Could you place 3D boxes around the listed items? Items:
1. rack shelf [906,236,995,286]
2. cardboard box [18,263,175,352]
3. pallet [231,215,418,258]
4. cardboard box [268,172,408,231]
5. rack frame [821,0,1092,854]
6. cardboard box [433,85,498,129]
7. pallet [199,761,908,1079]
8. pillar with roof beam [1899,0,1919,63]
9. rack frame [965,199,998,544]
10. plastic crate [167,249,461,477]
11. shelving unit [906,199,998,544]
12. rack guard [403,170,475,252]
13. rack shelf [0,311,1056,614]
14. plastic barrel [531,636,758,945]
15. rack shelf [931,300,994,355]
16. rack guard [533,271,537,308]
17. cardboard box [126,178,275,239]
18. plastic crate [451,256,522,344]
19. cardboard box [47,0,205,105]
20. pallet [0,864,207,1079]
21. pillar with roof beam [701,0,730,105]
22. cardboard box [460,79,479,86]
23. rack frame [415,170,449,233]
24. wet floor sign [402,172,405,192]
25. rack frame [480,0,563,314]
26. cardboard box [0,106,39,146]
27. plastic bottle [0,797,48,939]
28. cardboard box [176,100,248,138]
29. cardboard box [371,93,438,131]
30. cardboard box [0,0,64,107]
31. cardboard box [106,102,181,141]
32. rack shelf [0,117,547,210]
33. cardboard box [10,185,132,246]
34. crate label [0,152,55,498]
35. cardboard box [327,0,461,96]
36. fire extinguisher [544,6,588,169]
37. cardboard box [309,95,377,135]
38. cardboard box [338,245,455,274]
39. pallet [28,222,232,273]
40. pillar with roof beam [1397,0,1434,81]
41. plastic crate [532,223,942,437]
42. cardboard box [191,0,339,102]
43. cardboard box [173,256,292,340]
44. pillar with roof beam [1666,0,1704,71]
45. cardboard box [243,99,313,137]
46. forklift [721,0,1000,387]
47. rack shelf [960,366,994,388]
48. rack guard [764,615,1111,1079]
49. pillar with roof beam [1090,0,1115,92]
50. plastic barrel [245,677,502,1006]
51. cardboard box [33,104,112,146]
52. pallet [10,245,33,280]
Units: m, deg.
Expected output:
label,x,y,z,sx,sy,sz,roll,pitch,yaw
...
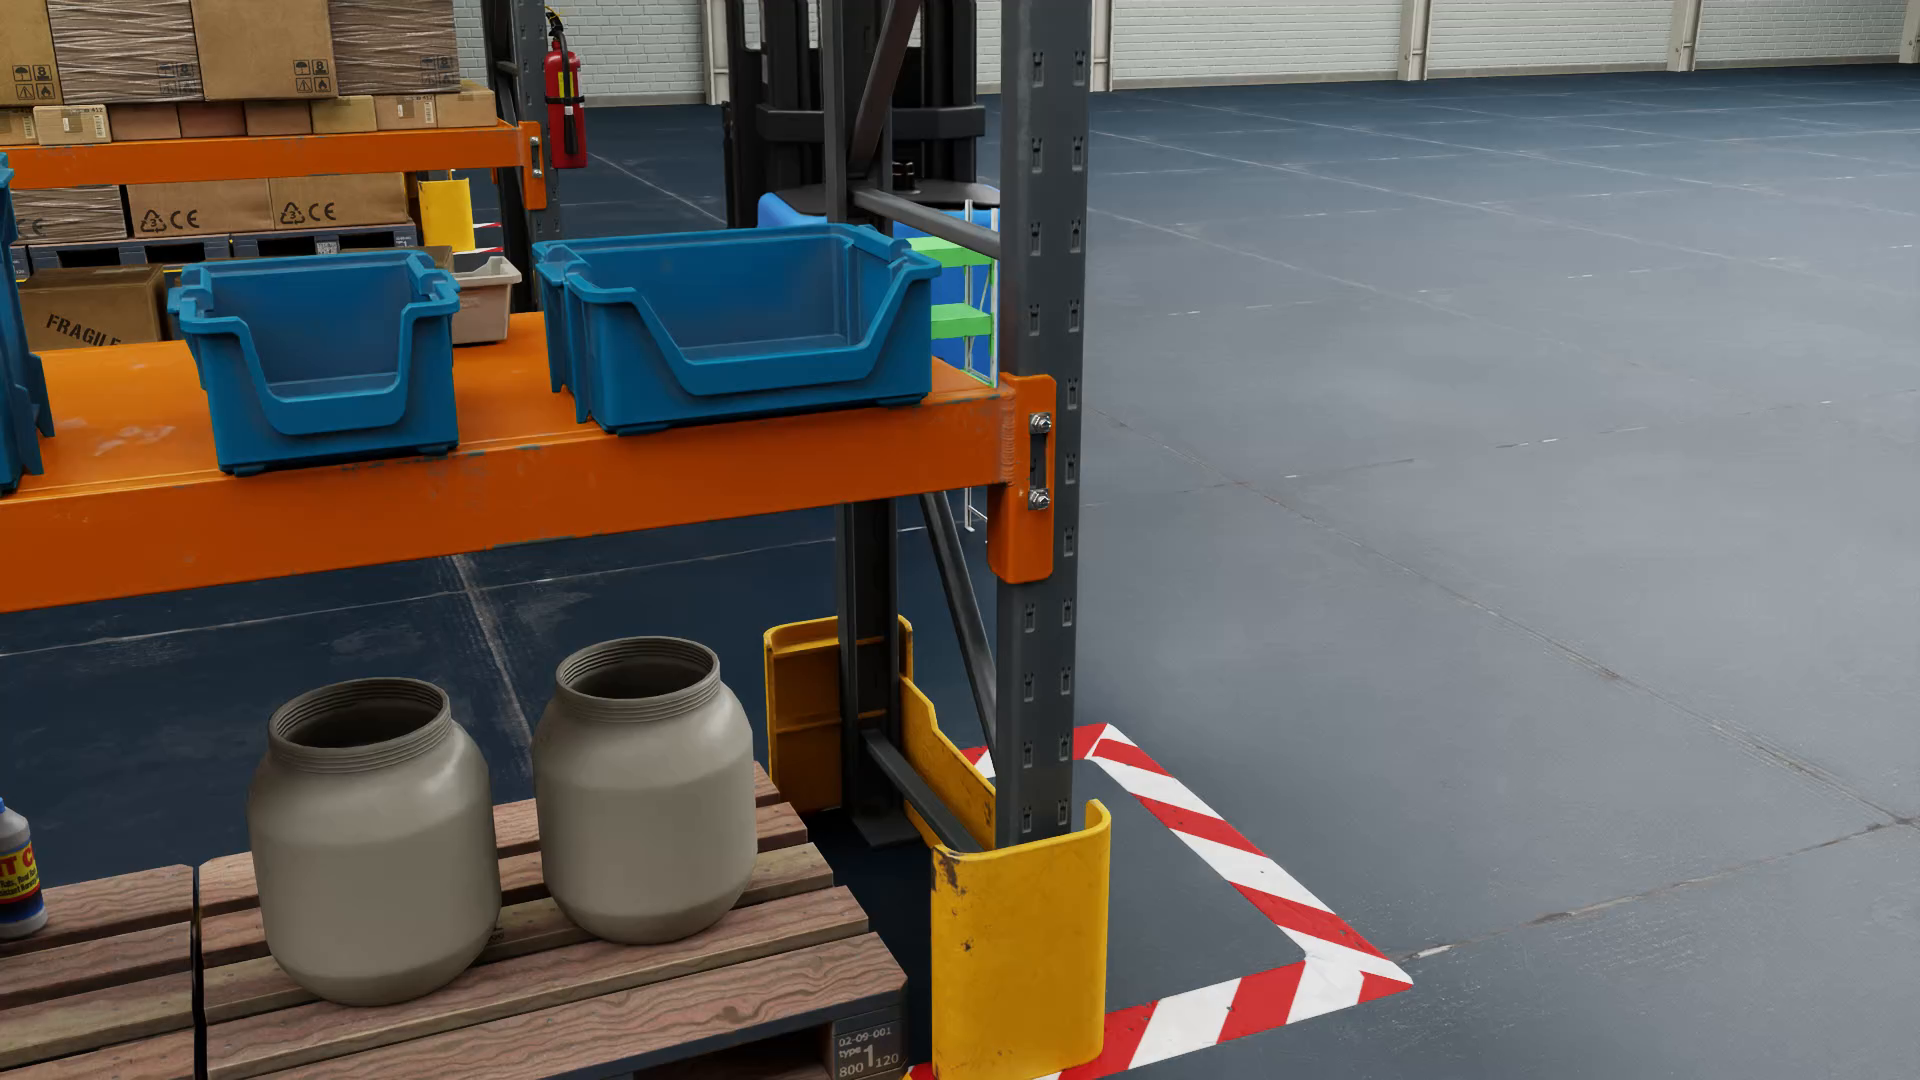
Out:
label,x,y,z,sx,sy,sz,roll,pitch,yaw
rack shelf,-0.152,-0.937,5.623,0.480,0.148,0.258,-8,21,-22
cardboard box,-3.699,-0.889,7.161,0.500,0.500,0.500,-6,20,-17
pallet,-4.576,-2.194,11.935,1.213,0.211,1.003,-8,21,-22
cardboard box,-4.469,-2.725,11.811,0.875,0.875,0.875,-8,21,-22
rack frame,-0.039,-0.602,3.215,0.127,3.000,1.000,-8,21,-22
cardboard box,-2.181,-1.893,7.261,0.250,0.149,0.380,-8,21,-22
pallet,-0.838,0.843,3.310,1.213,0.211,1.003,-8,21,-22
pillar with roof beam,20.359,-12.294,27.389,0.400,9.000,9.100,-8,21,-22
rack frame,0.072,-0.576,5.852,0.015,1.200,0.240,-8,21,-22
plastic crate,-0.979,-0.291,2.556,0.408,0.251,0.499,-8,21,-22
shelving unit,-0.152,-0.544,5.761,0.503,1.200,0.258,-8,21,-22
rack guard,-3.851,-2.462,12.262,0.348,0.500,1.175,-8,21,-22
rack shelf,-1.876,0.000,2.587,4.000,0.370,1.077,-8,21,-22
plastic barrel,-0.613,0.483,3.246,0.421,0.512,0.421,0,19,0
rack shelf,-0.152,-0.710,5.702,0.480,0.148,0.258,-8,21,-22
rack guard,-2.071,-0.923,7.892,0.348,0.500,1.175,-8,21,-22
cardboard box,-5.276,-2.608,11.480,0.875,0.875,0.875,-9,21,-23
plastic crate,-0.988,-0.458,3.203,0.250,0.136,0.298,-8,21,-22
cardboard box,-3.405,-2.081,6.817,0.500,0.500,0.875,-8,21,-22
pallet,-1.957,1.002,2.858,1.213,0.211,1.003,-8,21,-22
pillar with roof beam,-1.678,-9.137,18.423,0.400,9.000,9.100,-8,21,-22
cardboard box,-2.357,-2.029,7.646,0.250,0.149,0.380,-8,21,-22
rack frame,-3.873,-3.638,11.838,0.127,3.000,1.000,-8,21,-22
wet floor sign,-4.631,-3.135,13.955,0.232,0.644,0.267,-12,23,-31
rack frame,-2.001,-2.112,7.505,0.127,3.000,1.000,-8,21,-22
cardboard box,-3.774,-1.652,6.577,0.250,0.149,0.380,-8,21,-22
plastic bottle,-1.827,0.621,3.188,0.097,0.271,0.097,0,19,0
cardboard box,-3.102,-1.764,6.893,0.250,0.149,0.380,-8,21,-22
cardboard box,-2.411,-1.861,7.168,0.250,0.149,0.380,-8,21,-22
cardboard box,-3.868,-2.019,6.640,0.500,0.500,0.875,-8,21,-22
cardboard box,-3.322,-1.724,6.780,0.250,0.149,0.380,-8,21,-22
rack shelf,-3.837,-1.510,6.877,4.000,0.370,1.077,-8,21,-22
cardboard box,-6.114,-2.489,11.141,0.875,0.875,0.875,-8,21,-22
crate label,-1.622,-0.294,2.287,0.616,0.435,0.502,-8,21,-22
cardboard box,-2.517,-2.236,7.257,0.500,0.500,0.875,-8,21,-22
fire extinguisher,-1.713,-1.950,7.161,0.183,0.674,0.296,-8,21,-22
cardboard box,-2.620,-1.812,7.030,0.250,0.149,0.380,-8,21,-22
cardboard box,-2.581,-1.054,7.631,0.500,0.500,0.500,-4,20,-12
pallet,-5.695,-2.035,11.483,1.213,0.211,1.003,-8,21,-22
pillar with roof beam,9.341,-10.716,22.906,0.400,9.000,9.100,-8,21,-22
plastic crate,-0.380,-0.375,2.794,0.616,0.251,0.499,-8,21,-22
cardboard box,-2.929,-2.133,6.966,0.500,0.500,0.875,-8,21,-22
cardboard box,-3.116,-0.965,7.378,0.500,0.500,0.500,-3,20,-8
pillar with roof beam,14.850,-11.505,25.148,0.400,9.000,9.100,-8,21,-22
cardboard box,-2.856,-1.784,6.950,0.250,0.149,0.380,-8,21,-22
forklift,-0.530,-2.076,7.506,1.130,2.935,3.031,-5,20,-14
rack shelf,-0.152,-0.484,5.782,0.480,0.148,0.258,-8,21,-22
rack guard,-0.090,0.601,3.561,0.348,0.500,1.175,-8,21,-22
pillar with roof beam,3.831,-9.926,20.664,0.400,9.000,9.100,-8,21,-22
plastic barrel,-1.073,0.549,3.059,0.421,0.512,0.421,0,19,0
cardboard box,-3.517,-1.664,6.610,0.250,0.149,0.380,-8,21,-22
pallet,-6.817,-1.873,11.023,1.213,0.211,1.003,-8,21,-22
